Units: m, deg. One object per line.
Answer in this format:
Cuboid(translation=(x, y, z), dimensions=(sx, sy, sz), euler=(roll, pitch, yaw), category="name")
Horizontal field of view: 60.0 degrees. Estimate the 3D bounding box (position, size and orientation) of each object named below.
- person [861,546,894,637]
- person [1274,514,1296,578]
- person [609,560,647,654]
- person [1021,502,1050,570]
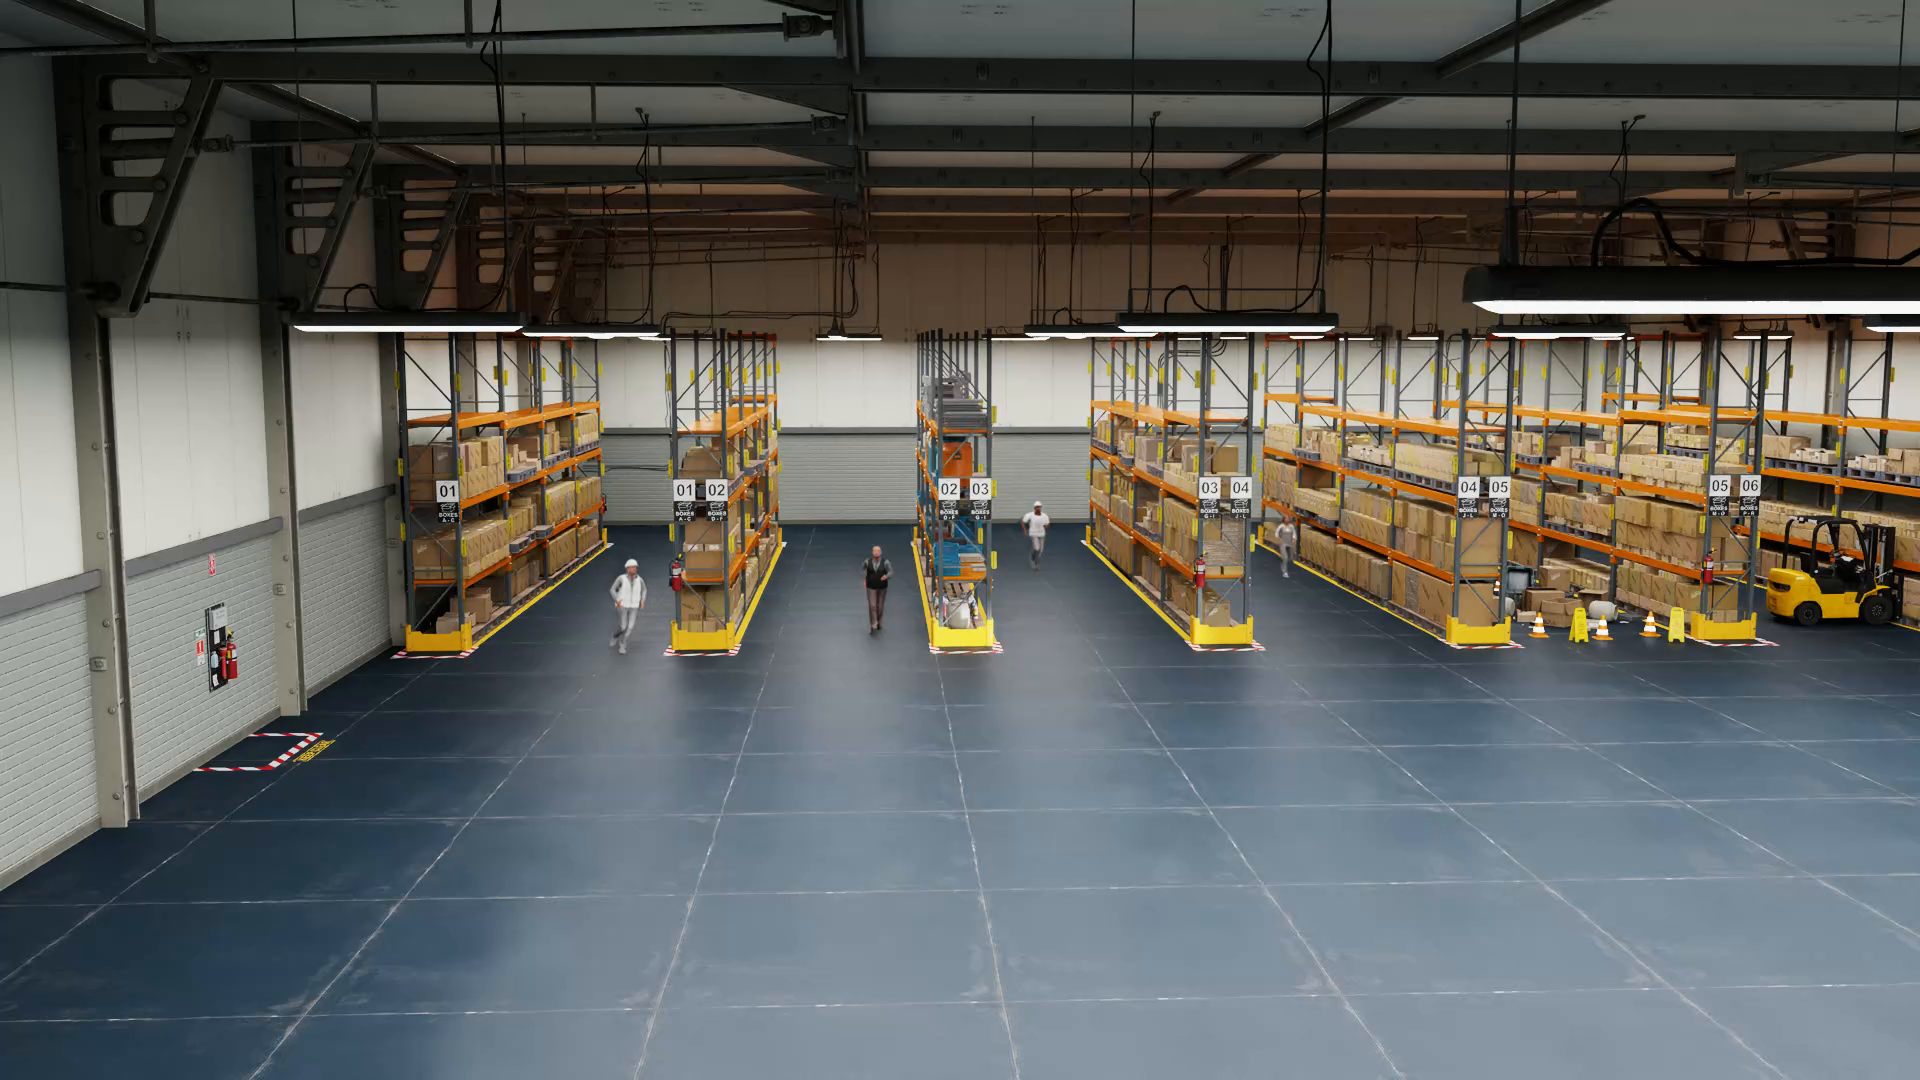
Cuboid(translation=(-1.634, 0.997, 32.955), dimensions=(0.647, 1.769, 0.796), euler=(-1, 7, -7), category="person")
Cuboid(translation=(8.002, 0.137, 40.903), dimensions=(0.534, 1.547, 0.566), euler=(-1, 7, -7), category="person")
Cuboid(translation=(-6.175, 1.223, 31.032), dimensions=(0.709, 1.726, 0.579), euler=(-4, 8, -30), category="person")
Cuboid(translation=(1.957, -0.099, 41.978), dimensions=(0.676, 1.742, 0.673), euler=(-2, 7, -19), category="person")
